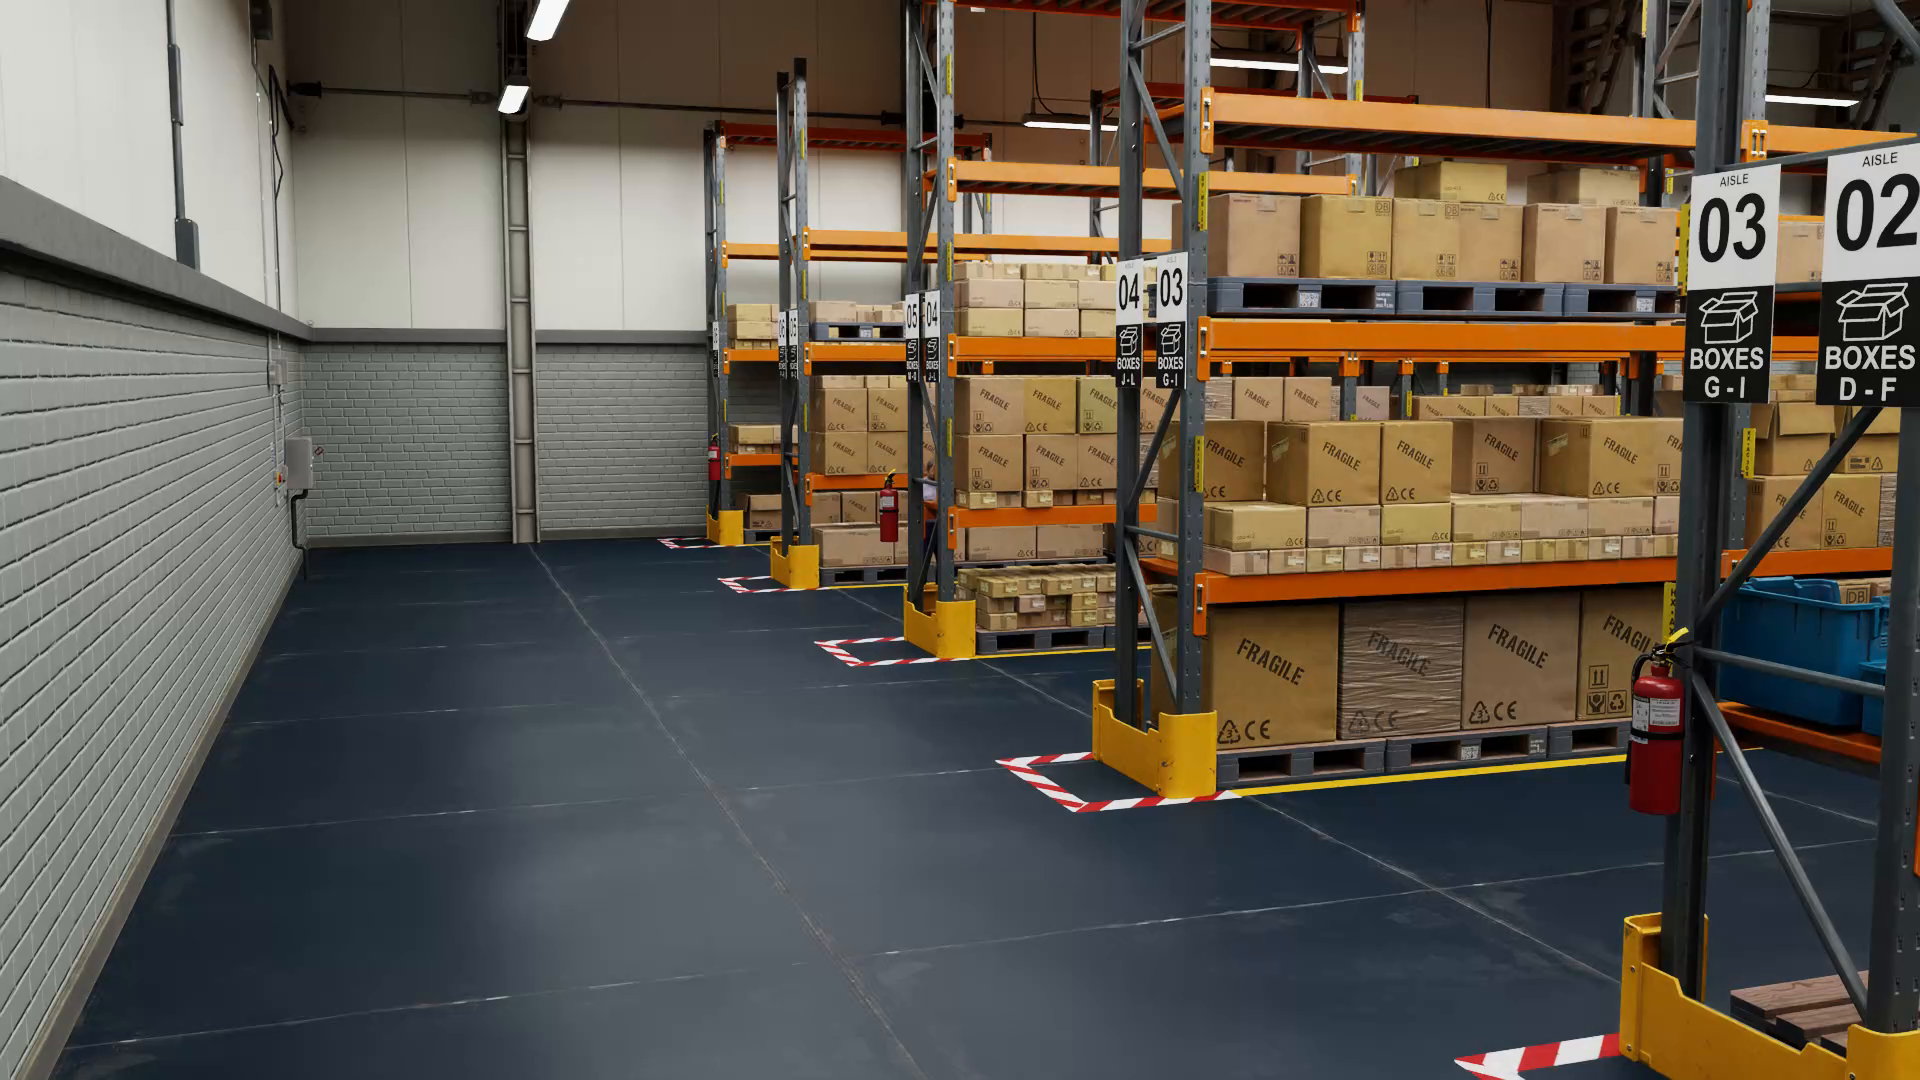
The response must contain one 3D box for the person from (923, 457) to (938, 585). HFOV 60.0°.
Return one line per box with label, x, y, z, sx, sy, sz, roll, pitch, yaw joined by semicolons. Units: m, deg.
person;-0.265;-0.040;17.109;0.474;1.640;0.339;-2;6;-18
